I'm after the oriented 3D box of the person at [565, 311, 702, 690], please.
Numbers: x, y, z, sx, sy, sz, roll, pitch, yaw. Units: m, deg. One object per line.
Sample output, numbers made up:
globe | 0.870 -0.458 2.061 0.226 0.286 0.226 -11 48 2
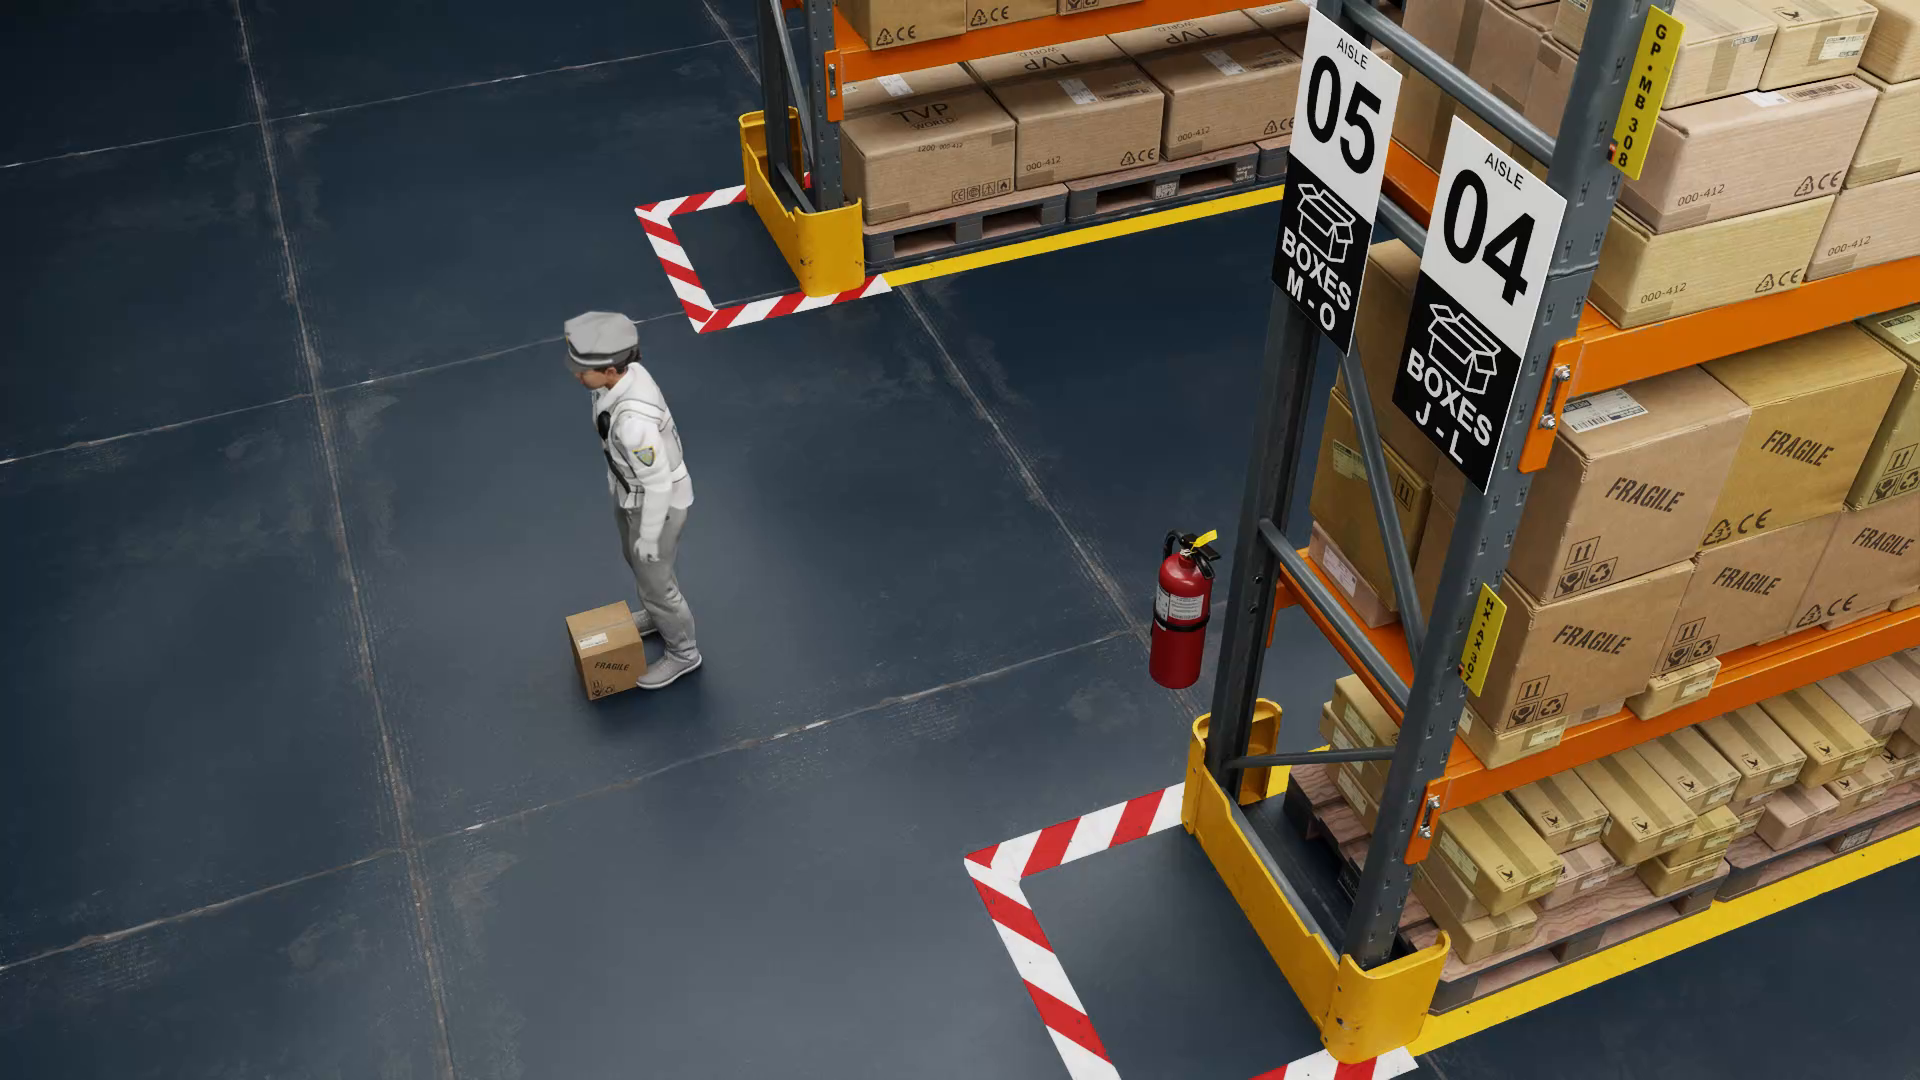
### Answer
person | -1.208 -0.147 6.320 0.372 1.664 0.528 -15 44 -16
